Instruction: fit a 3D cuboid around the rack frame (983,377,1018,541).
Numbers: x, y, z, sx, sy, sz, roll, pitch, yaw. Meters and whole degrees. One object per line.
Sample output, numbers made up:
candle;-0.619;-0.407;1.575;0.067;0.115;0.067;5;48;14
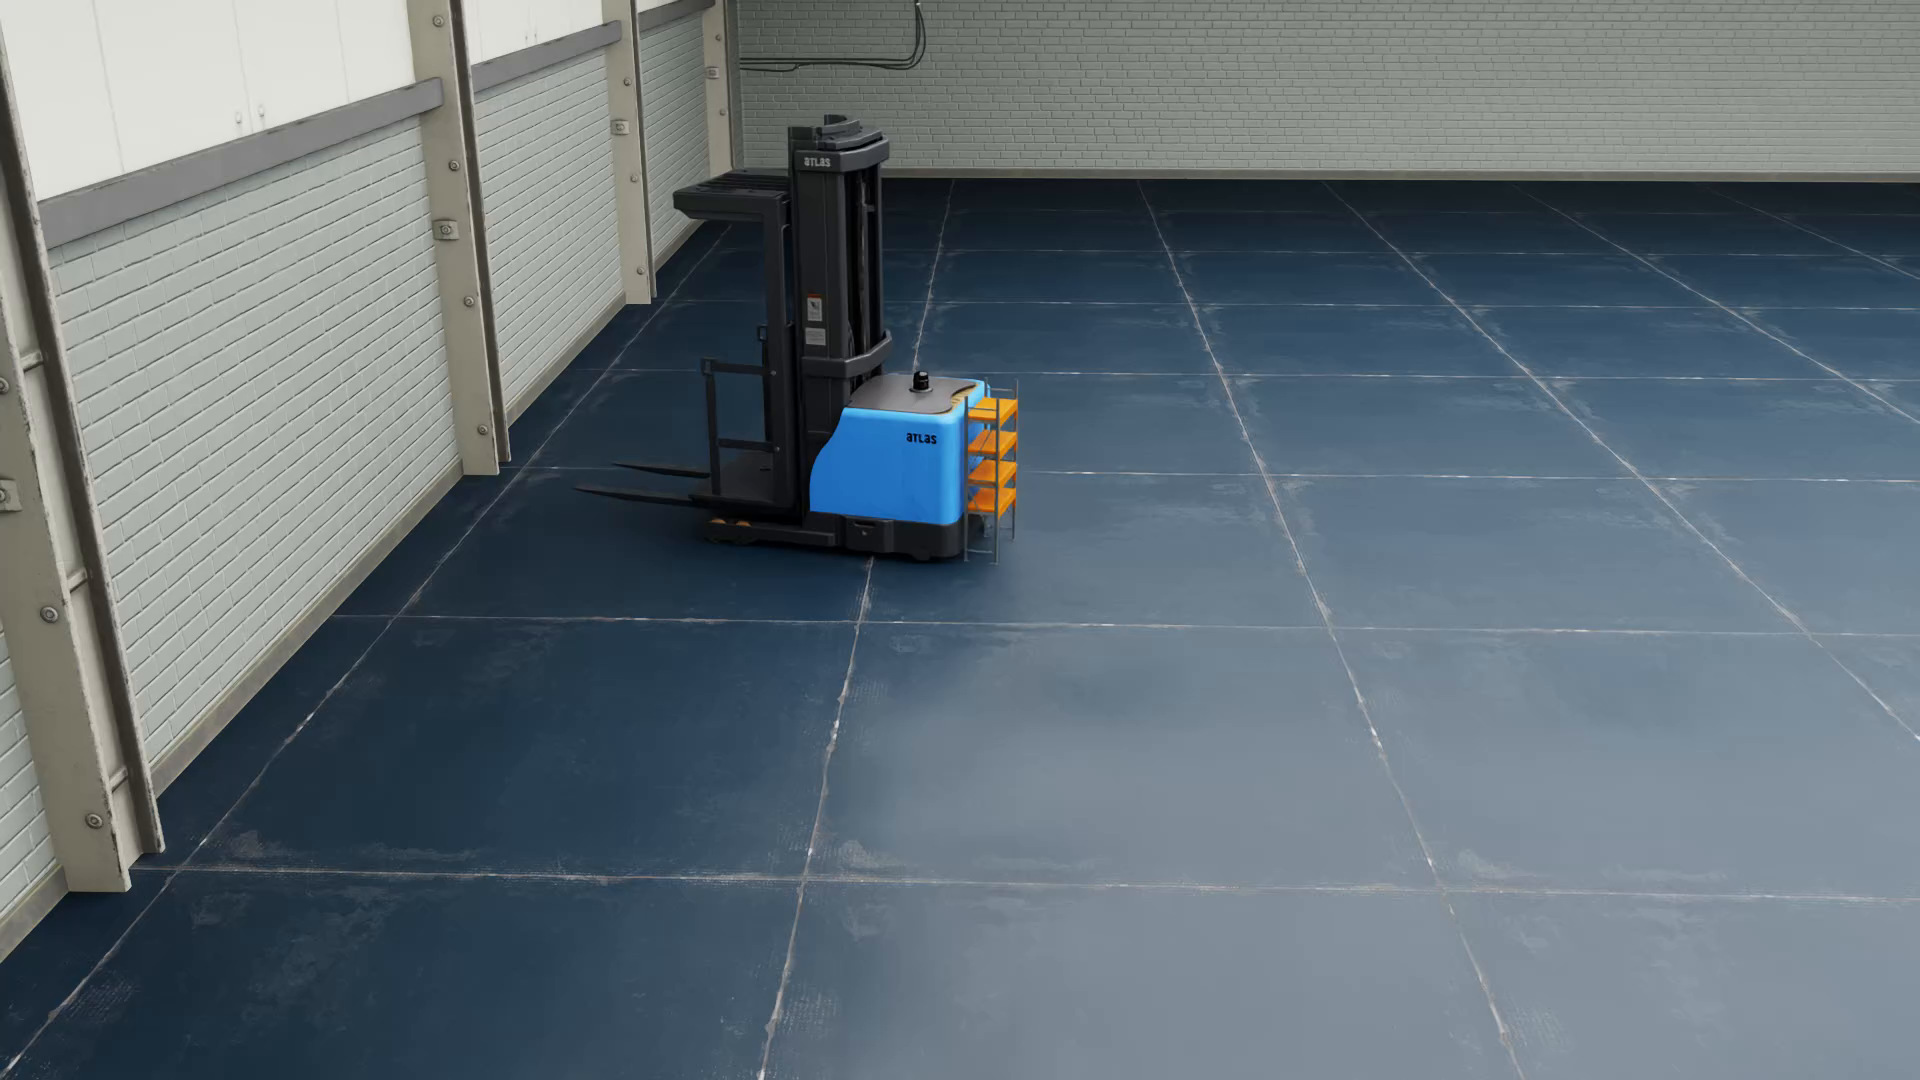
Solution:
rack frame;0.286;-0.570;11.837;0.240;1.200;0.015;6;22;15

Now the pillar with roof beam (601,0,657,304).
pillar with roof beam;0.617;-6.912;17.404;9.100;9.000;0.400;1;21;2

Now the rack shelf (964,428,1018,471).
rack shelf;0.217;-0.631;11.562;0.258;0.148;0.480;6;22;15

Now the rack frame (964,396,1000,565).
rack frame;0.148;-0.400;11.400;0.240;1.200;0.015;6;22;15

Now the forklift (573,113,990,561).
forklift;-1.344;-1.505;11.856;3.031;2.935;1.130;6;22;15

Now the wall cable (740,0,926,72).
wall cable;-2.092;-8.732;26.386;3.097;2.526;0.112;1;21;2

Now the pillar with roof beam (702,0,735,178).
pillar with roof beam;0.799;-9.082;22.995;9.100;9.000;0.400;1;21;2

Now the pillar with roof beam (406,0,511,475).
pillar with roof beam;0.434;-4.743;11.813;9.100;9.000;0.400;1;21;2

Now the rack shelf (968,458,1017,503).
rack shelf;0.217;-0.422;11.643;0.258;0.148;0.480;6;22;15

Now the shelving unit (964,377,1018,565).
shelving unit;0.217;-0.485;11.618;0.258;1.200;0.503;6;22;15

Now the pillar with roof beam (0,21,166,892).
pillar with roof beam;0.252;-2.574;6.221;9.100;9.000;0.400;1;21;2

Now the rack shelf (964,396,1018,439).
rack shelf;0.218;-0.851;11.476;0.258;0.148;0.480;6;22;15

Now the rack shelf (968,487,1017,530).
rack shelf;0.216;-0.237;11.715;0.258;0.148;0.480;6;22;15
